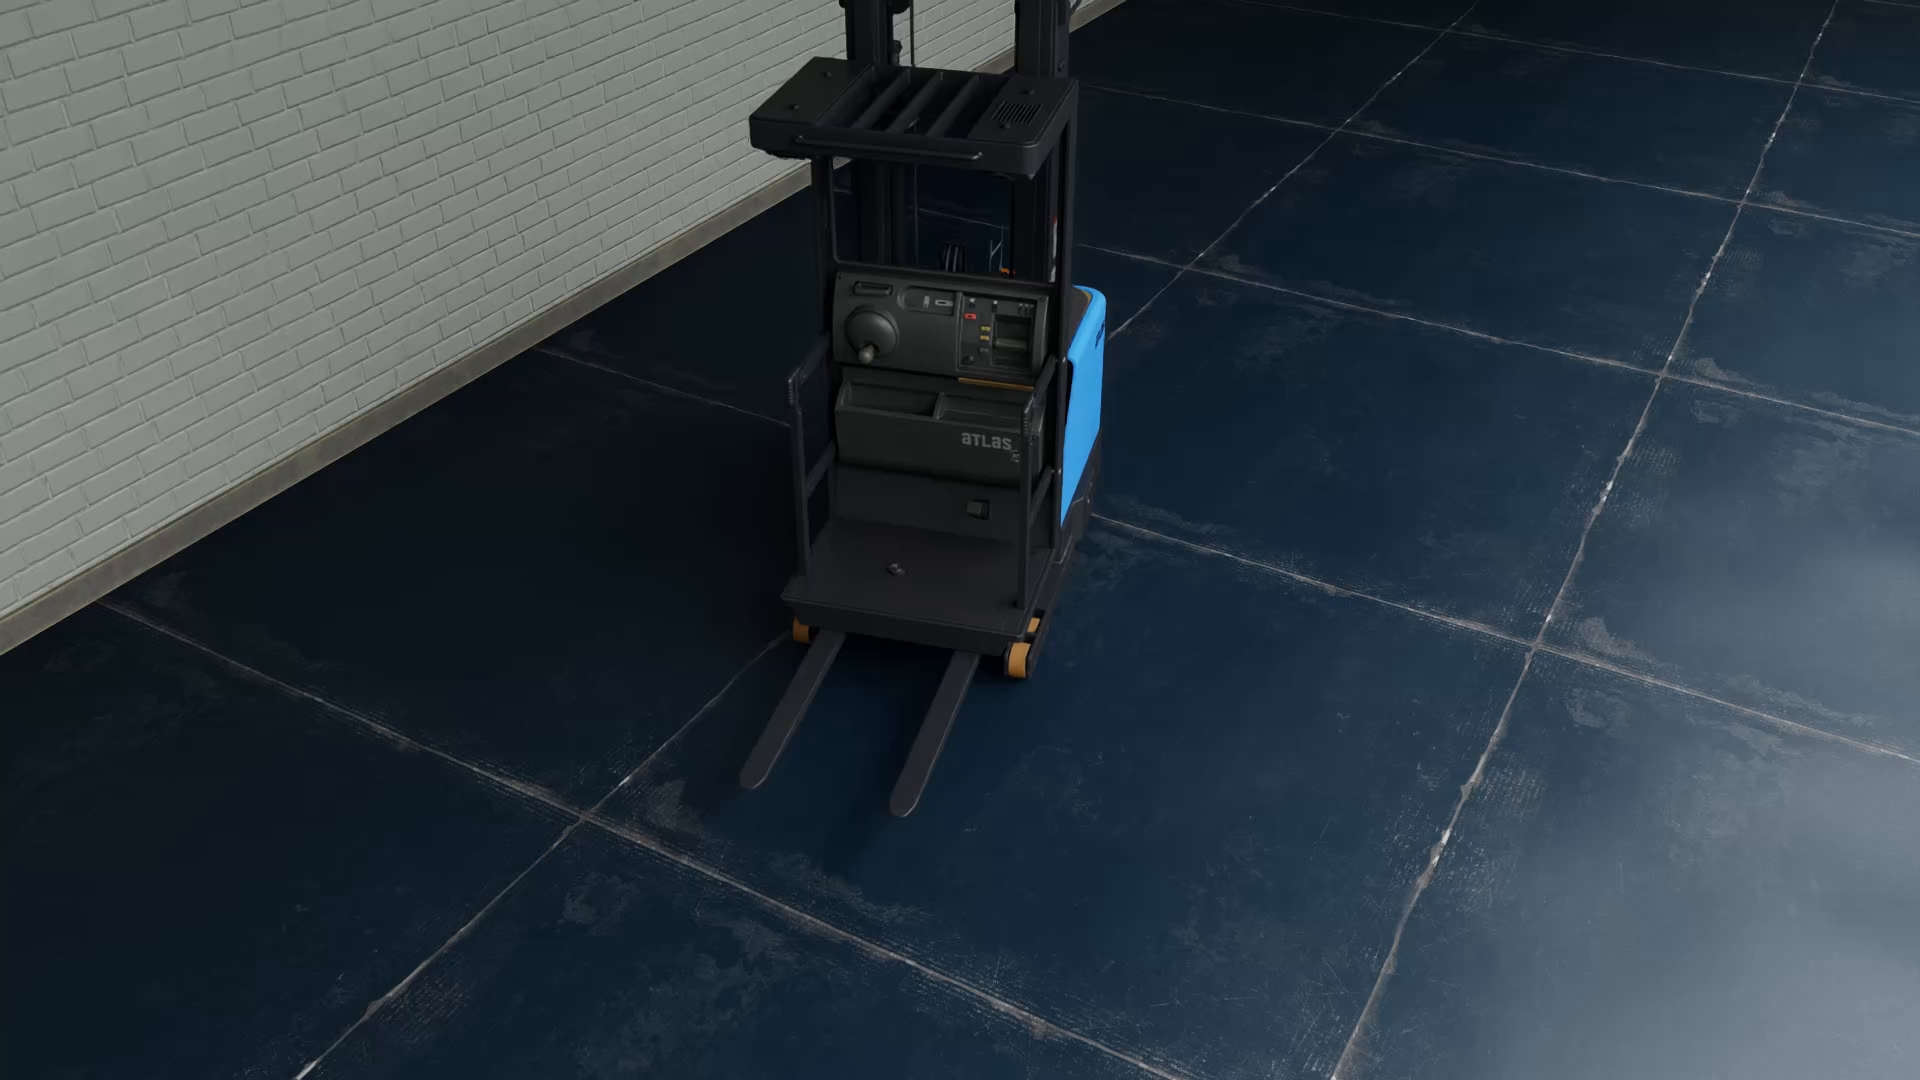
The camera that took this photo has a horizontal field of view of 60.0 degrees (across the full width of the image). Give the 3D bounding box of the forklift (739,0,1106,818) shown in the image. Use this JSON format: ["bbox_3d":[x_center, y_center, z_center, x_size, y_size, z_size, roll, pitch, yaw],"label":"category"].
[{"bbox_3d":[-0.141,-0.847,6.877,1.130,2.935,3.031,8,35,12],"label":"forklift"}]

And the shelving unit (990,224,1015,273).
[{"bbox_3d":[0.269,-1.035,8.713,0.189,1.200,0.258,10,33,14],"label":"shelving unit"}]

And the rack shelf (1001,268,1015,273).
[{"bbox_3d":[0.273,-1.303,8.547,0.180,0.103,0.258,10,33,14],"label":"rack shelf"}]

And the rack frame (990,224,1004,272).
[{"bbox_3d":[0.182,-1.050,8.735,0.006,1.200,0.240,10,33,14],"label":"rack frame"}]
